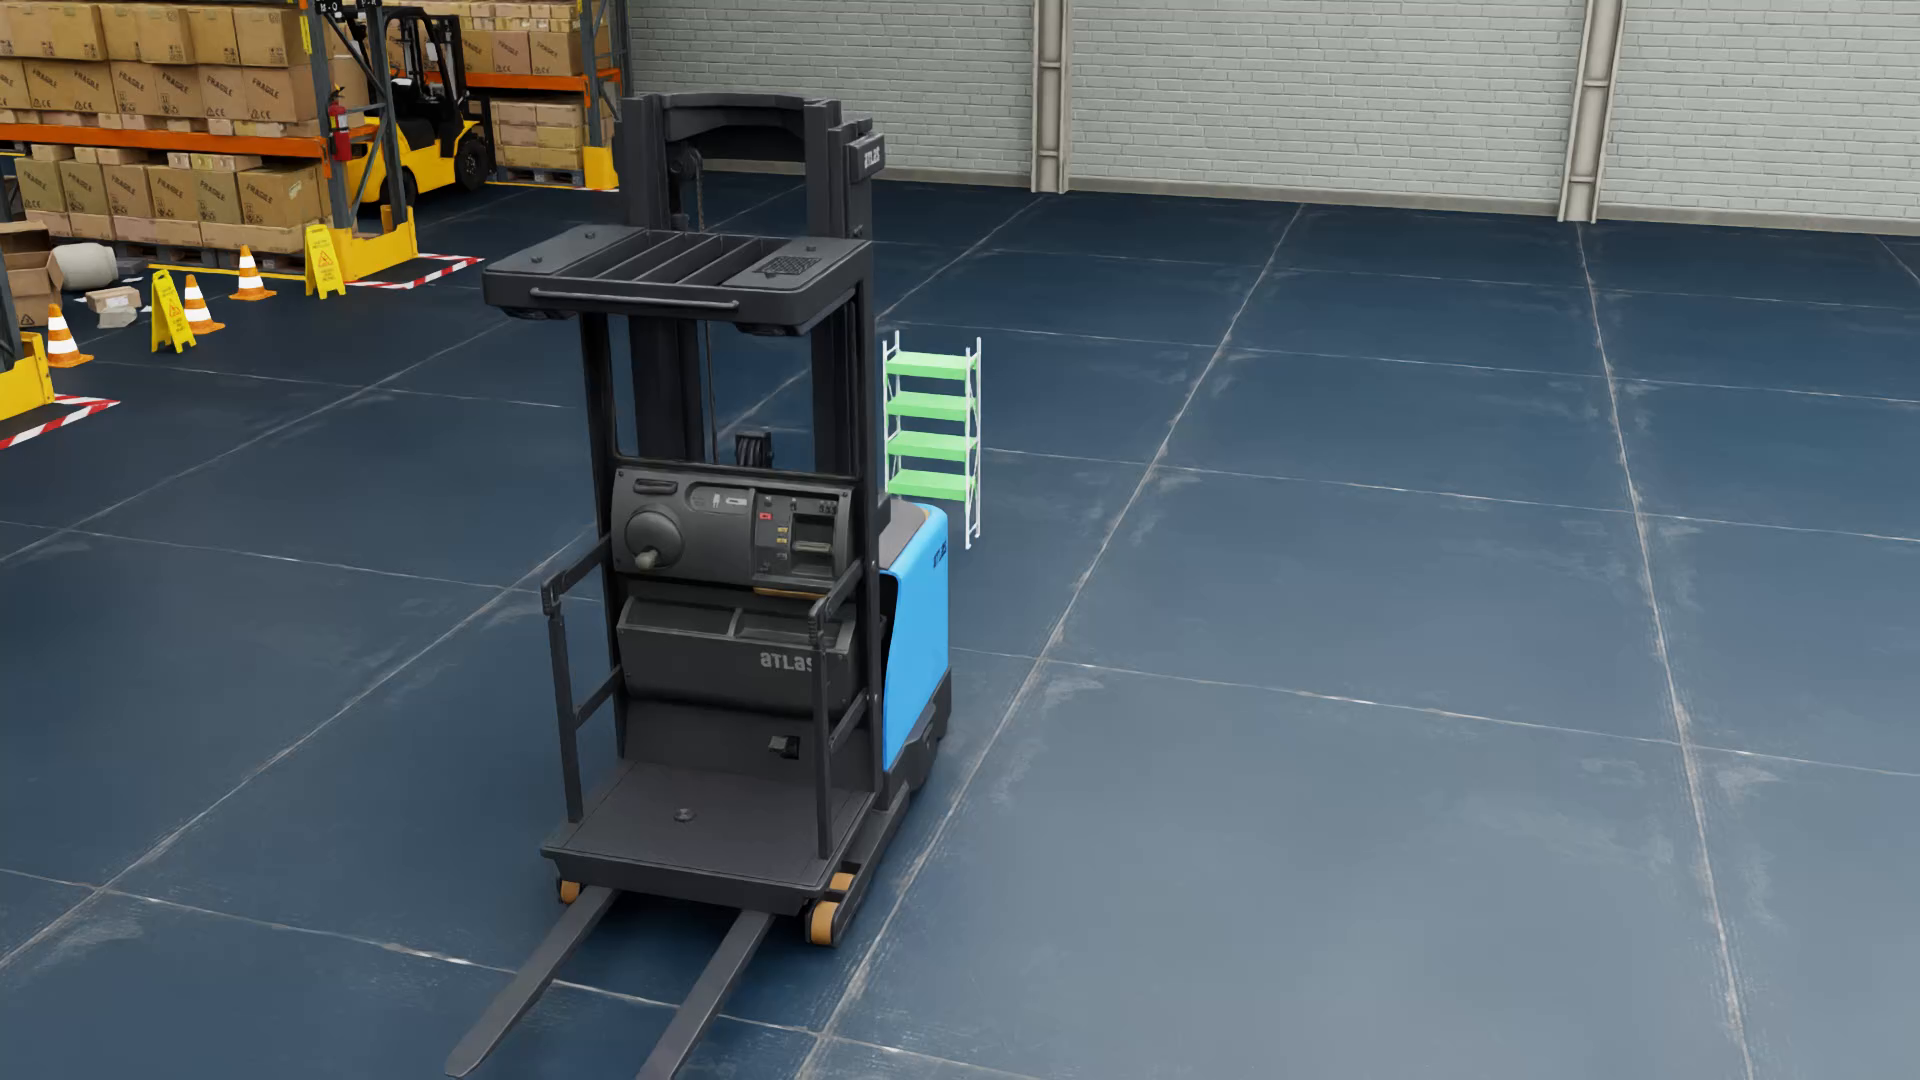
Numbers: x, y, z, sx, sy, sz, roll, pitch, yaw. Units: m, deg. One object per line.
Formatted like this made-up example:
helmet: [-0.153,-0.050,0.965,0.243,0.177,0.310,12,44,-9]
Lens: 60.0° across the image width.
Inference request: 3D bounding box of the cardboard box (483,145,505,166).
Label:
cardboard box: [-5.747,-4.824,20.648,0.500,0.250,0.500,7,23,16]

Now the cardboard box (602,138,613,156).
cardboard box: [-4.670,-4.896,20.823,0.500,0.250,0.500,7,23,16]

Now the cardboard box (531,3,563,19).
cardboard box: [-4.905,-6.312,19.826,0.250,0.149,0.380,7,23,16]

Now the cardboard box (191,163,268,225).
cardboard box: [-7.029,-3.363,16.099,0.500,0.500,0.500,7,23,17]

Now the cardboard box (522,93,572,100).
cardboard box: [-5.141,-5.409,20.756,0.500,0.250,0.500,7,23,16]

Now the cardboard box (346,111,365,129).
cardboard box: [-5.952,-4.041,16.001,0.250,0.149,0.380,7,23,16]

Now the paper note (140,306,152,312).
paper note: [-7.166,-2.052,14.732,0.142,0.019,0.148,-1,22,-3]

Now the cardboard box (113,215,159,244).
cardboard box: [-8.006,-3.131,16.521,0.500,0.250,0.500,6,23,15]

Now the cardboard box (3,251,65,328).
cardboard box: [-8.099,-2.163,14.380,0.637,0.503,0.797,-9,24,-21]

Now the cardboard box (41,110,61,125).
cardboard box: [-8.787,-4.190,16.362,0.250,0.149,0.380,6,23,15]

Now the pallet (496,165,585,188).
pallet: [-5.000,-4.628,20.773,1.213,0.211,1.003,7,23,16]

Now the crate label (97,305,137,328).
crate label: [-7.236,-1.922,14.276,0.298,0.136,0.250,-5,23,-12]

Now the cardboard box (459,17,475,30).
cardboard box: [-5.904,-6.263,20.100,0.250,0.149,0.380,7,23,16]

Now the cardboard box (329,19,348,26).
cardboard box: [-7.608,-6.476,20.618,0.250,0.149,0.380,7,23,17]

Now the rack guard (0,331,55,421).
rack guard: [-6.997,-1.077,11.736,0.348,0.500,1.175,7,23,16]

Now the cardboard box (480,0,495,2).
cardboard box: [-5.729,-6.629,20.600,0.250,0.149,0.380,6,23,14]

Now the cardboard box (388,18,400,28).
cardboard box: [-6.885,-6.374,20.370,0.250,0.149,0.380,6,23,15]

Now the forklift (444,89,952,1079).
forklift: [-0.901,-0.021,5.960,1.130,2.935,3.031,6,23,13]

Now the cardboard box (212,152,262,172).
cardboard box: [-6.900,-3.623,15.878,0.250,0.149,0.380,7,23,17]

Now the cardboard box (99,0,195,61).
cardboard box: [-7.676,-4.850,15.801,0.500,0.500,0.700,6,23,15]

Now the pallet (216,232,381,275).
pallet: [-6.527,-2.865,16.477,1.213,0.211,1.003,7,23,16]

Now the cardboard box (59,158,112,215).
cardboard box: [-8.513,-3.536,16.519,0.500,0.500,0.500,8,23,18]

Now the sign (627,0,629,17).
sign: [-4.090,-6.487,20.388,0.005,0.325,0.100,7,23,16]

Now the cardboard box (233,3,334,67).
cardboard box: [-6.239,-4.668,15.357,0.500,0.500,0.700,6,23,14]

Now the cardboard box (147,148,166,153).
cardboard box: [-8.385,-3.730,16.993,0.500,0.500,0.500,7,23,16]

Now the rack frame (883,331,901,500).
rack frame: [-0.392,-0.600,9.652,0.015,1.200,0.240,7,23,16]

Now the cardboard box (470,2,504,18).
cardboard box: [-5.662,-6.373,19.975,0.250,0.149,0.380,7,23,17]

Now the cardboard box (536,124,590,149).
cardboard box: [-4.812,-4.942,20.277,0.500,0.250,0.500,6,23,15]

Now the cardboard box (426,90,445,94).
cardboard box: [-6.589,-5.578,21.169,0.500,0.250,0.500,7,23,16]

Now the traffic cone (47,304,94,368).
traffic cone: [-7.118,-1.636,13.149,0.334,0.463,0.336,7,23,16]

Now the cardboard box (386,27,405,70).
cardboard box: [-6.748,-6.084,20.518,0.500,0.500,0.500,6,23,15]

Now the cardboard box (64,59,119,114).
cardboard box: [-8.211,-4.412,16.049,0.500,0.500,0.500,6,23,15]

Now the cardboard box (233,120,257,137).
cardboard box: [-6.620,-3.916,15.694,0.250,0.149,0.380,6,23,15]

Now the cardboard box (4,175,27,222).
cardboard box: [-10.019,-3.519,17.305,0.625,0.372,0.950,7,23,16]

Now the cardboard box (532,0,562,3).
cardboard box: [-5.014,-6.512,20.315,0.250,0.149,0.380,7,23,17]

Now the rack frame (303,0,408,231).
rack frame: [-5.686,-4.045,15.679,0.127,3.000,1.000,7,23,16]

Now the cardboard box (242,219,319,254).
cardboard box: [-6.561,-2.961,16.106,0.500,0.250,0.500,6,23,15]

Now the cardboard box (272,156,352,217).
cardboard box: [-6.402,-3.506,16.445,0.500,0.500,0.500,6,23,14]

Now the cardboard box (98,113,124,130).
cardboard box: [-8.085,-4.073,16.077,0.250,0.149,0.380,7,23,16]

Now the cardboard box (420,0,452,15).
cardboard box: [-6.366,-6.496,20.274,0.250,0.149,0.380,7,23,16]

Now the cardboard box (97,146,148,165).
cardboard box: [-8.176,-3.771,16.237,0.250,0.149,0.380,8,24,19]

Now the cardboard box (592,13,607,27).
cardboard box: [-4.506,-6.327,20.255,0.250,0.149,0.380,6,23,14]

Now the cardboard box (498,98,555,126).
cardboard box: [-5.278,-5.225,20.307,0.500,0.250,0.500,7,23,16]

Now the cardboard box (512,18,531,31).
cardboard box: [-5.153,-6.200,19.945,0.250,0.149,0.380,7,23,17]

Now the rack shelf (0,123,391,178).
rack shelf: [-7.601,-3.932,16.350,4.000,0.370,1.077,7,23,16]

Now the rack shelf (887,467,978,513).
rack shelf: [-0.158,-0.292,9.702,0.480,0.148,0.258,7,23,16]

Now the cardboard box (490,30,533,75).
cardboard box: [-5.297,-5.914,20.104,0.500,0.500,0.500,7,23,17]

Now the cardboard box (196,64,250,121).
cardboard box: [-6.764,-4.245,15.643,0.500,0.500,0.500,7,23,16]

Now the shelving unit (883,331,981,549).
shelving unit: [-0.158,-0.573,9.587,0.503,1.200,0.258,7,23,16]

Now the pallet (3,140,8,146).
pallet: [-13.783,-5.666,23.305,1.213,0.211,1.003,7,23,16]

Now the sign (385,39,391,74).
sign: [-5.530,-4.643,15.996,0.005,0.325,0.100,7,23,16]

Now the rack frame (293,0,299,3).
rack frame: [-8.086,-6.288,21.146,0.127,3.000,1.000,7,23,16]

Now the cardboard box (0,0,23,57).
cardboard box: [-9.157,-5.003,16.173,0.500,0.500,0.700,6,23,15]

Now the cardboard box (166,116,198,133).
cardboard box: [-7.351,-4.007,15.917,0.250,0.149,0.380,6,23,15]

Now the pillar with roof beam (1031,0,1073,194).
pillar with roof beam: [-0.162,-6.807,14.506,0.400,9.000,9.100,7,23,16]

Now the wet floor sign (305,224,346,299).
wet floor sign: [-5.814,-2.546,15.128,0.232,0.644,0.267,16,27,34]
